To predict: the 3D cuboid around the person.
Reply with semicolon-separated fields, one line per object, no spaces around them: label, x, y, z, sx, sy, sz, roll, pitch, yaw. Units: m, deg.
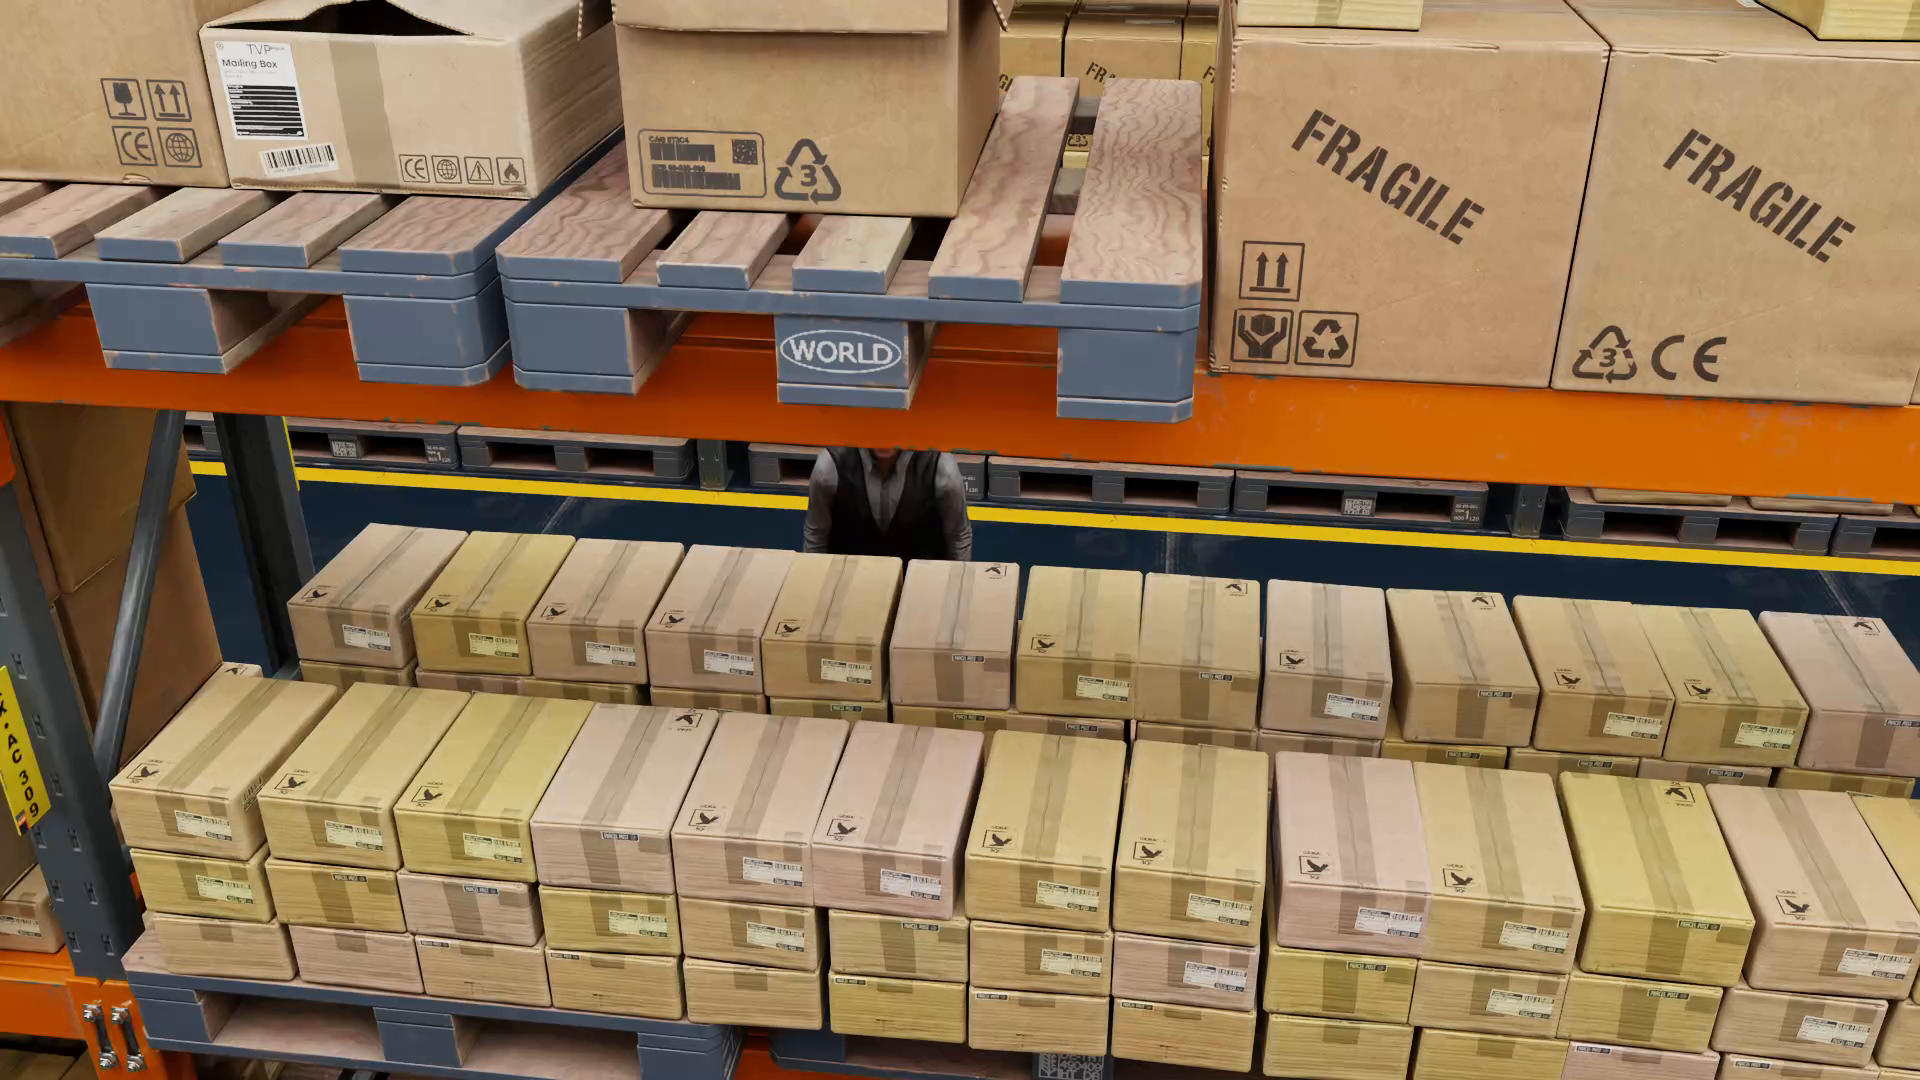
person;-0.249;0.217;5.746;0.580;1.719;0.426;2;28;4
